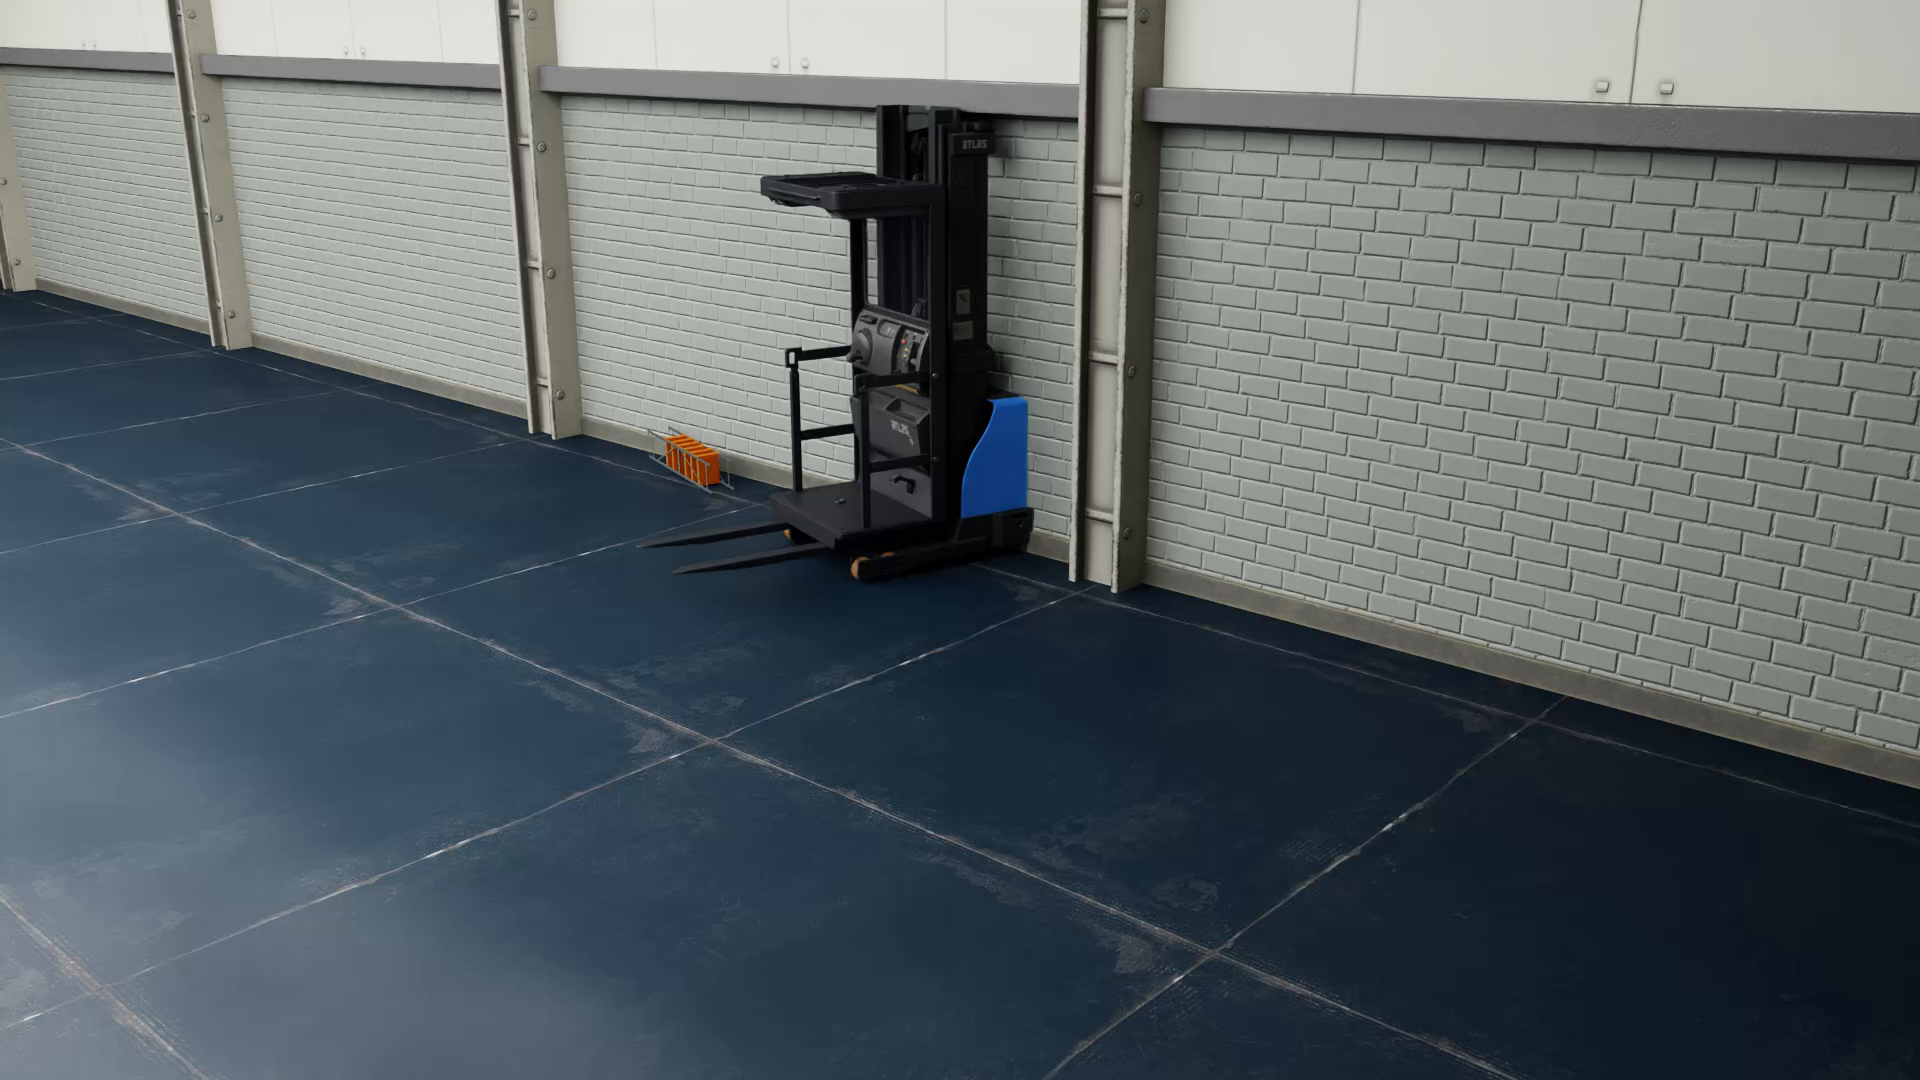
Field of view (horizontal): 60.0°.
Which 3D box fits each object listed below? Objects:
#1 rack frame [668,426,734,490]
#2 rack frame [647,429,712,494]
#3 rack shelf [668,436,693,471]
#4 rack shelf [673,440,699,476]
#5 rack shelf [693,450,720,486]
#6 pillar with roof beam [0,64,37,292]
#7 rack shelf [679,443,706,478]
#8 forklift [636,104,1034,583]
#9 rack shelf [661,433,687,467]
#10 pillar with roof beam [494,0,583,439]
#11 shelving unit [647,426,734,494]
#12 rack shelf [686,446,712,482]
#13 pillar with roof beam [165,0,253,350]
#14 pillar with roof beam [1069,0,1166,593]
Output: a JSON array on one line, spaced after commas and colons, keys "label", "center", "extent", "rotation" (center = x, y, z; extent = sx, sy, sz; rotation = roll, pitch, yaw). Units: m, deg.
[{"label": "rack frame", "center": [-2.066, -0.659, 13.220], "extent": [0.006, 0.240, 1.200], "rotation": [-13, 23, -31]}, {"label": "rack frame", "center": [-2.220, -0.625, 13.127], "extent": [0.006, 0.240, 1.200], "rotation": [-13, 23, -31]}, {"label": "rack shelf", "center": [-2.232, -0.687, 13.304], "extent": [0.180, 0.258, 0.103], "rotation": [-13, 23, -31]}, {"label": "rack shelf", "center": [-2.167, -0.654, 13.209], "extent": [0.180, 0.258, 0.103], "rotation": [-13, 23, -31]}, {"label": "rack shelf", "center": [-1.971, -0.555, 12.923], "extent": [0.180, 0.258, 0.103], "rotation": [-13, 23, -31]}, {"label": "pillar with roof beam", "center": [-15.368, -6.665, 17.737], "extent": [0.400, 9.000, 9.100], "rotation": [15, 23, 39]}, {"label": "rack shelf", "center": [-2.102, -0.621, 13.114], "extent": [0.180, 0.258, 0.103], "rotation": [-13, 23, -31]}, {"label": "forklift", "center": [-0.636, -1.304, 10.875], "extent": [3.031, 2.935, 1.130], "rotation": [-10, 20, -30]}, {"label": "rack shelf", "center": [-2.297, -0.720, 13.399], "extent": [0.180, 0.258, 0.103], "rotation": [-13, 23, -31]}, {"label": "pillar with roof beam", "center": [-6.392, -4.256, 10.145], "extent": [0.400, 9.000, 9.100], "rotation": [15, 23, 39]}, {"label": "shelving unit", "center": [-2.143, -0.642, 13.174], "extent": [0.189, 0.258, 1.200], "rotation": [-13, 23, -31]}, {"label": "rack shelf", "center": [-2.036, -0.588, 13.018], "extent": [0.180, 0.258, 0.103], "rotation": [-13, 23, -31]}, {"label": "pillar with roof beam", "center": [-10.880, -5.460, 13.941], "extent": [0.400, 9.000, 9.100], "rotation": [15, 23, 39]}, {"label": "pillar with roof beam", "center": [-1.905, -3.051, 6.349], "extent": [0.400, 9.000, 9.100], "rotation": [15, 23, 39]}]
